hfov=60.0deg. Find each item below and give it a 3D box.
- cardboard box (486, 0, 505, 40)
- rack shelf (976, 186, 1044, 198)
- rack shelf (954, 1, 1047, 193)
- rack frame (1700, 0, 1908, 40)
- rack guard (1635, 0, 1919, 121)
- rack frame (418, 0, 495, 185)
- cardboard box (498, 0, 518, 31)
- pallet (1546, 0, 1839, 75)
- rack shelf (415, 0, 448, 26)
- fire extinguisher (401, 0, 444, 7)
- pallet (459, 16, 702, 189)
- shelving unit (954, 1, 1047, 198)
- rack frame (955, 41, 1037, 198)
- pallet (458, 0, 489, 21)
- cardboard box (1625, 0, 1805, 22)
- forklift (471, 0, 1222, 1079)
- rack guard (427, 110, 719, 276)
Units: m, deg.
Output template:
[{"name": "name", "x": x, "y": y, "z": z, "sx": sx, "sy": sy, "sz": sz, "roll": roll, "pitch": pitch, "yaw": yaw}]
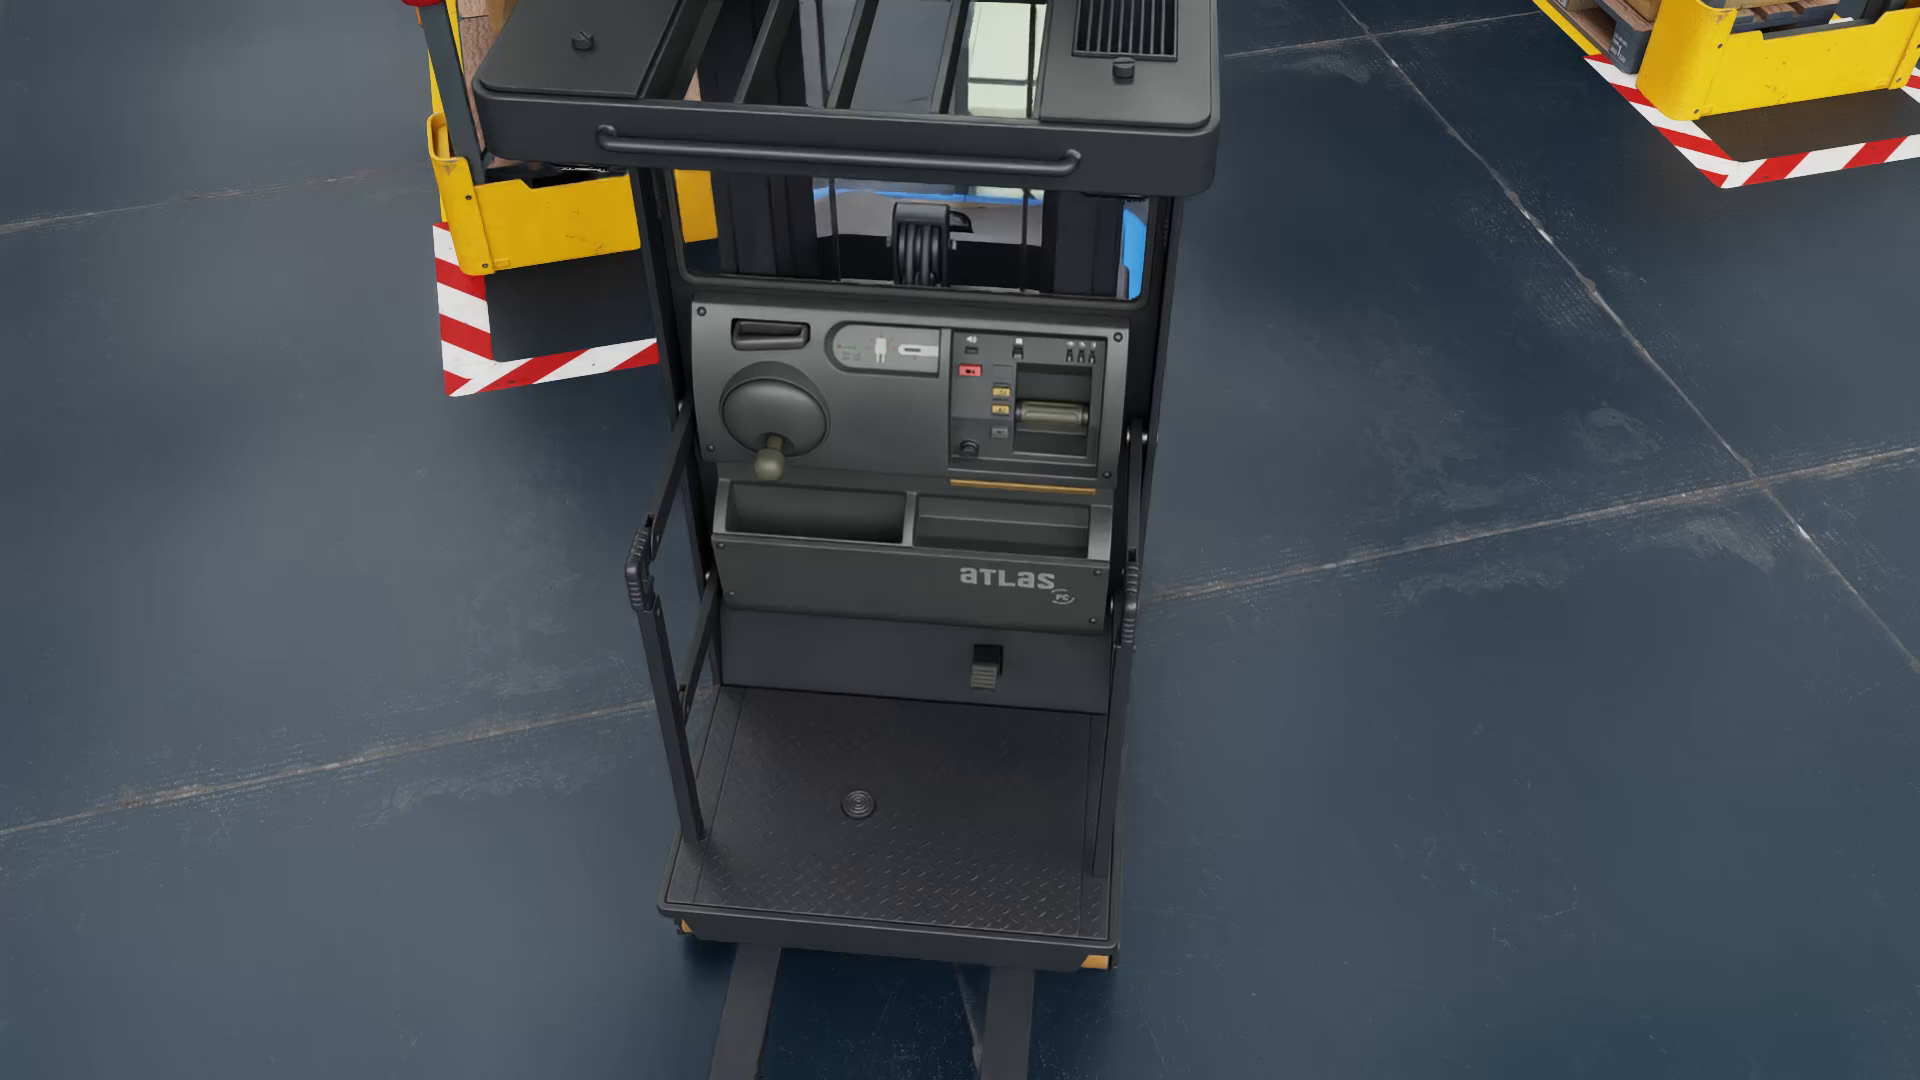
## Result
[{"name": "cardboard box", "x": -1.653, "y": -2.314, "z": 6.873, "sx": 0.500, "sy": 0.500, "sz": 0.500, "roll": 0, "pitch": 46, "yaw": 0}, {"name": "rack shelf", "x": 0.224, "y": -0.824, "z": 5.464, "sx": 0.431, "sy": 0.370, "sz": 0.720, "roll": 4, "pitch": 46, "yaw": 4}, {"name": "rack shelf", "x": 0.224, "y": -1.325, "z": 4.952, "sx": 0.431, "sy": 0.370, "sz": 0.720, "roll": 4, "pitch": 46, "yaw": 4}, {"name": "rack frame", "x": 3.497, "y": -3.038, "z": 6.127, "sx": 1.000, "sy": 3.000, "sz": 0.127, "roll": -11, "pitch": 47, "yaw": -10}, {"name": "rack guard", "x": 3.504, "y": -2.147, "z": 7.004, "sx": 1.175, "sy": 0.500, "sz": 0.348, "roll": -11, "pitch": 47, "yaw": -10}, {"name": "rack frame", "x": -1.323, "y": -2.201, "z": 5.307, "sx": 1.000, "sy": 3.000, "sz": 0.127, "roll": -11, "pitch": 47, "yaw": -10}, {"name": "cardboard box", "x": -1.467, "y": -1.907, "z": 6.475, "sx": 0.500, "sy": 0.500, "sz": 0.500, "roll": -3, "pitch": 46, "yaw": -3}, {"name": "pallet", "x": 3.217, "y": -2.600, "z": 7.650, "sx": 1.003, "sy": 0.211, "sz": 1.213, "roll": -11, "pitch": 47, "yaw": -10}, {"name": "rack shelf", "x": -1.835, "y": -3.330, "z": 6.917, "sx": 1.077, "sy": 0.370, "sz": 4.000, "roll": -11, "pitch": 47, "yaw": -10}, {"name": "fire extinguisher", "x": -1.739, "y": -2.011, "z": 5.174, "sx": 0.296, "sy": 0.674, "sz": 0.183, "roll": -11, "pitch": 47, "yaw": -10}, {"name": "pallet", "x": -1.516, "y": -1.845, "z": 6.910, "sx": 1.003, "sy": 0.211, "sz": 1.213, "roll": -11, "pitch": 47, "yaw": -10}, {"name": "shelving unit", "x": 0.224, "y": -1.052, "z": 5.231, "sx": 0.431, "sy": 1.500, "sz": 0.755, "roll": 4, "pitch": 46, "yaw": 4}, {"name": "rack frame", "x": 0.187, "y": -0.792, "z": 4.976, "sx": 0.400, "sy": 1.500, "sz": 0.023, "roll": 4, "pitch": 46, "yaw": 4}, {"name": "pallet", "x": -1.825, "y": -2.685, "z": 7.734, "sx": 1.003, "sy": 0.211, "sz": 1.213, "roll": -11, "pitch": 47, "yaw": -10}, {"name": "cardboard box", "x": 3.260, "y": -2.897, "z": 7.183, "sx": 0.875, "sy": 0.875, "sz": 0.875, "roll": -10, "pitch": 47, "yaw": -10}, {"name": "forklift", "x": -0.130, "y": -0.212, "z": 3.405, "sx": 1.130, "sy": 2.935, "sz": 3.031, "roll": 4, "pitch": 46, "yaw": 4}, {"name": "rack guard", "x": -1.343, "y": -1.379, "z": 6.251, "sx": 1.175, "sy": 0.500, "sz": 0.348, "roll": -11, "pitch": 47, "yaw": -10}]
